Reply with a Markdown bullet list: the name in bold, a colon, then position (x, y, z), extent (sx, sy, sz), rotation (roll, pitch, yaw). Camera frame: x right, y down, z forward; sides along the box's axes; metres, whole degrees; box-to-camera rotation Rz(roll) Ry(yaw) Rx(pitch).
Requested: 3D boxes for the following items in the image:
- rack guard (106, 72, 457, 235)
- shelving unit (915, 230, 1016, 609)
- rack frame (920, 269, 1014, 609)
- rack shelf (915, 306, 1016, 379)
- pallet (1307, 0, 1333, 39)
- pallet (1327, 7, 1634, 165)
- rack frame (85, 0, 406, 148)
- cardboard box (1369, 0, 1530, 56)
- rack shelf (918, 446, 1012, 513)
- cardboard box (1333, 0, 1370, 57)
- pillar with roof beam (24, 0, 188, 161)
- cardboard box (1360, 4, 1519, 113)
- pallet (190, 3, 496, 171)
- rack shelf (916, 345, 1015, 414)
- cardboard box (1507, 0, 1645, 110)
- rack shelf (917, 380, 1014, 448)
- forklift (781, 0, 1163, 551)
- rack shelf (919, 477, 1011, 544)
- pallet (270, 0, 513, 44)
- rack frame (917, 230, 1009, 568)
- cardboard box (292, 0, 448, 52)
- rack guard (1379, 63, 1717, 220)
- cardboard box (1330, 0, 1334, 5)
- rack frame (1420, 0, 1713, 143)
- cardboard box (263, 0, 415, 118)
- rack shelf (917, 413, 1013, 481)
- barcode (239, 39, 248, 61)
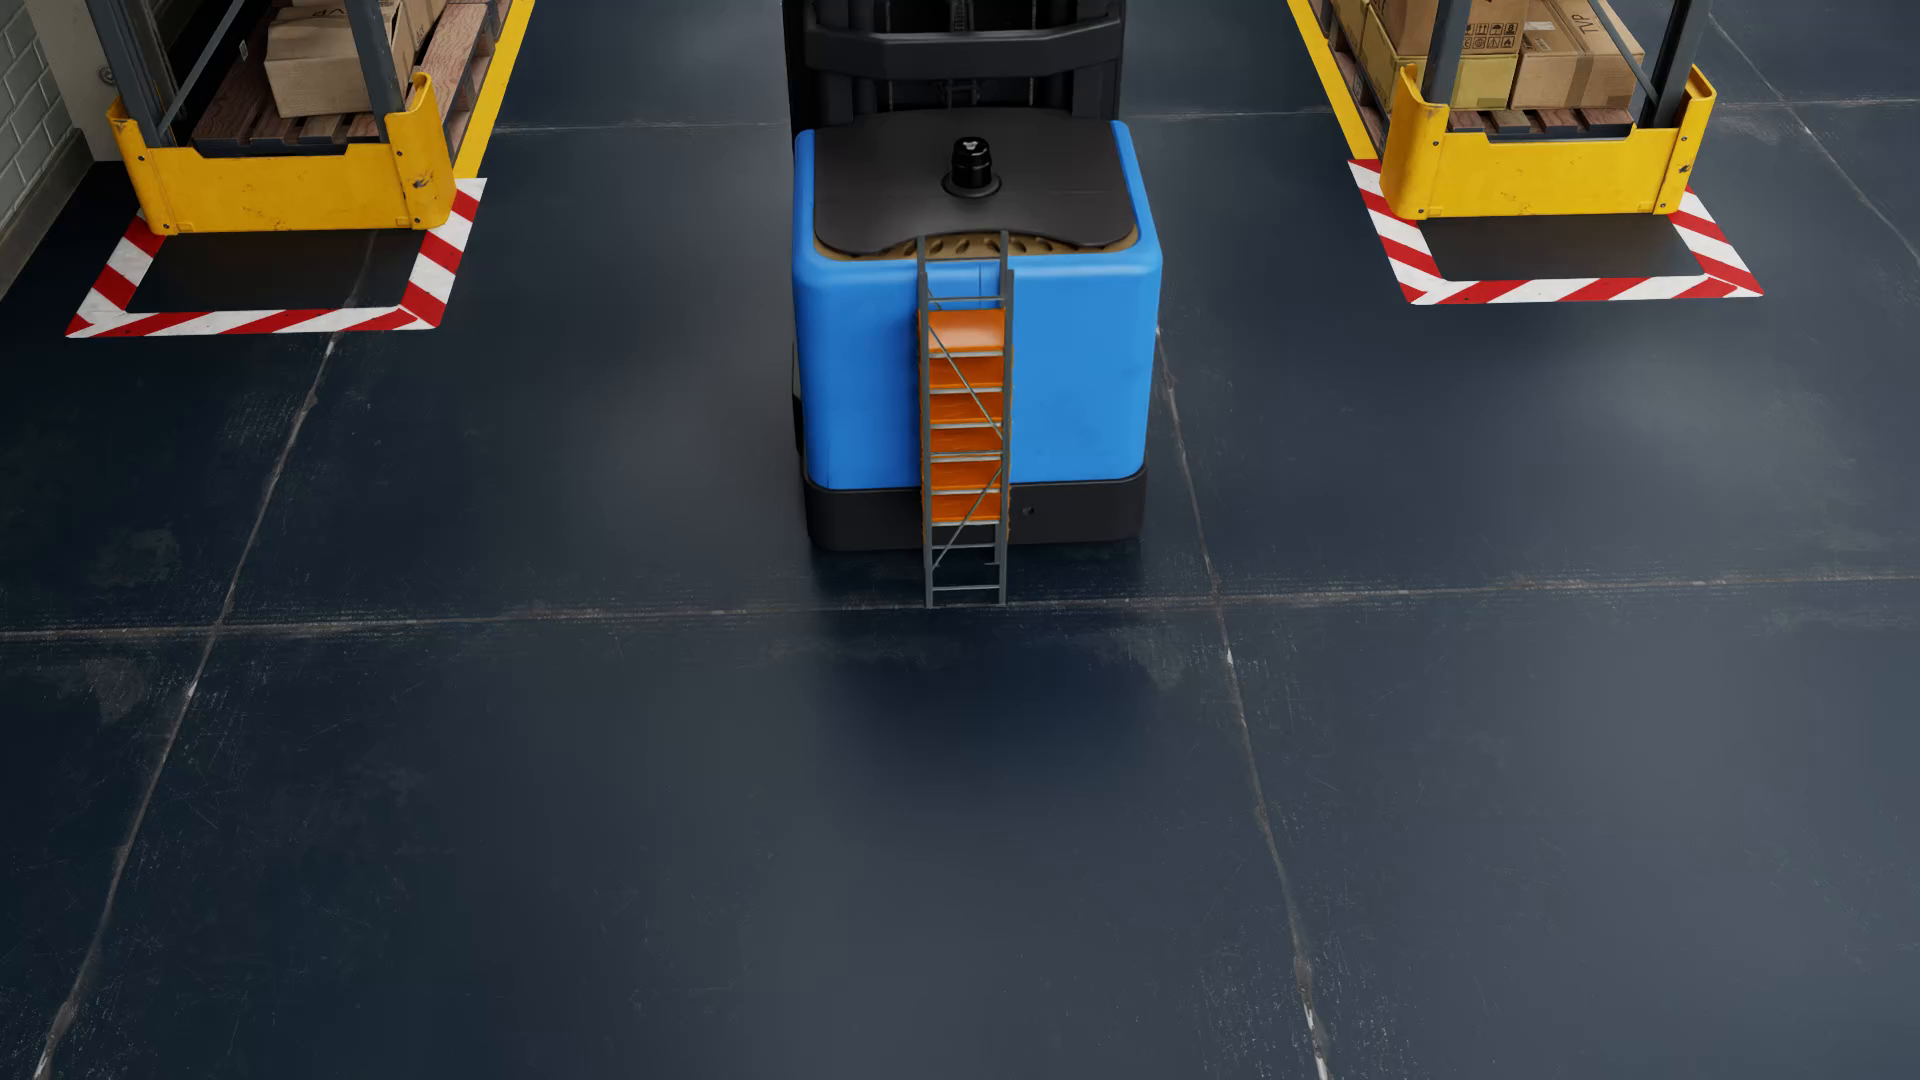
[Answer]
- **rack guard**: position (-2.638, -1.518, 6.537), extent (1.175, 0.500, 0.348), rotation (-2, 43, -2)
- **shelving unit**: position (0.013, -0.301, 4.690), extent (0.258, 1.200, 0.189), rotation (-2, 43, -3)
- **rack frame**: position (0.018, -0.239, 4.623), extent (0.240, 1.200, 0.006), rotation (-2, 43, -3)
- **rack shelf**: position (0.013, -0.534, 4.477), extent (0.258, 0.103, 0.180), rotation (-2, 43, -3)
- **pallet**: position (2.191, -2.842, 8.194), extent (1.003, 0.211, 1.213), rotation (-2, 43, -2)
- **pallet**: position (2.240, -2.020, 7.298), extent (1.003, 0.211, 1.213), rotation (-2, 43, -2)
- **rack frame**: position (-2.635, -2.389, 5.636), extent (1.000, 3.000, 0.127), rotation (-2, 43, -2)
- **cardboard box**: position (1.994, -2.304, 6.713), extent (0.500, 0.500, 0.500), rotation (-2, 43, -2)
- **rack shelf**: position (0.013, -0.180, 4.801), extent (0.258, 0.103, 0.180), rotation (-2, 43, -3)
- **cardboard box**: position (1.963, -2.365, 7.335), extent (0.500, 0.250, 0.500), rotation (-2, 43, -2)
- **pillar with roof beam**: position (0.772, -5.171, 4.232), extent (9.100, 9.000, 0.400), rotation (-2, 43, -2)
- **cardboard box**: position (1.996, -2.028, 6.967), extent (0.500, 0.250, 0.500), rotation (-2, 43, -2)
- **pallet**: position (-2.637, -1.961, 7.234), extent (1.003, 0.211, 1.213), rotation (-2, 43, -2)
- **rack shelf**: position (0.013, -0.445, 4.558), extent (0.258, 0.103, 0.180), rotation (-2, 43, -3)
- **cardboard box**: position (2.514, -2.043, 6.983), extent (0.500, 0.250, 0.500), rotation (-2, 43, -2)
- **rack shelf**: position (0.013, -0.357, 4.639), extent (0.258, 0.103, 0.180), rotation (-2, 43, -3)
- **forklift**: position (-0.033, -2.030, 5.296), extent (1.130, 2.935, 3.031), rotation (-2, 43, -3)
- **rack shelf**: position (0.013, -0.091, 4.883), extent (0.258, 0.103, 0.180), rotation (-2, 43, -3)
- **pallet**: position (-2.686, -2.783, 8.130), extent (1.003, 0.211, 1.213), rotation (-2, 43, -2)
- **rack frame**: position (0.007, -0.363, 4.758), extent (0.240, 1.200, 0.006), rotation (-2, 43, -3)
- **cardboard box**: position (-2.599, -2.414, 7.328), extent (0.500, 0.311, 0.500), rotation (2, 43, 2)
- **rack guard**: position (2.315, -1.596, 6.621), extent (1.175, 0.500, 0.348), rotation (-2, 43, -2)
- **cardboard box**: position (1.940, -2.703, 7.703), extent (0.500, 0.250, 0.500), rotation (-2, 43, -2)
- **rack frame**: position (2.314, -2.533, 5.794), extent (1.000, 3.000, 0.127), rotation (-2, 43, -2)
- **cardboard box**: position (-2.574, -2.029, 6.908), extent (0.500, 0.311, 0.500), rotation (-6, 43, -7)
- **rack shelf**: position (0.013, -0.268, 4.720), extent (0.258, 0.103, 0.180), rotation (-2, 43, -3)
- **barcode**: position (-2.975, -2.033, 6.906), extent (0.001, 0.075, 0.075), rotation (-2, 43, -2)
